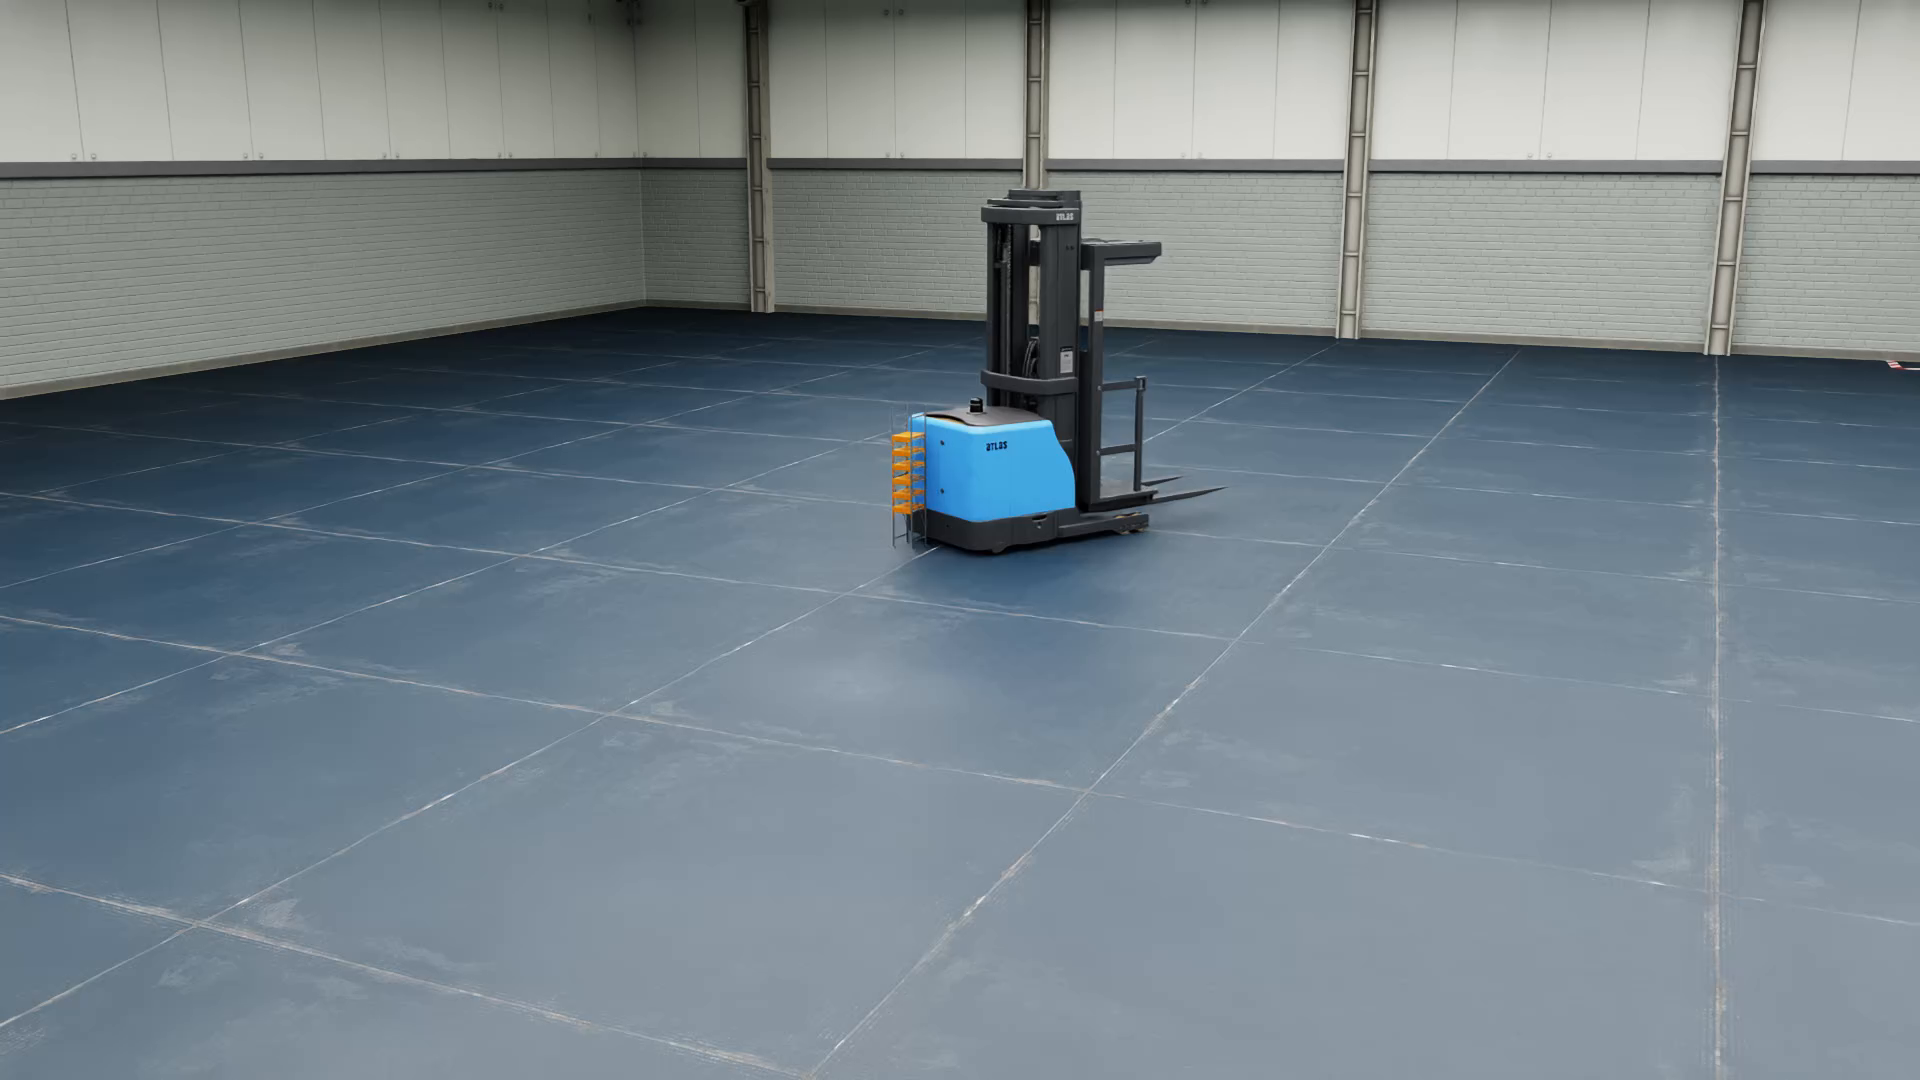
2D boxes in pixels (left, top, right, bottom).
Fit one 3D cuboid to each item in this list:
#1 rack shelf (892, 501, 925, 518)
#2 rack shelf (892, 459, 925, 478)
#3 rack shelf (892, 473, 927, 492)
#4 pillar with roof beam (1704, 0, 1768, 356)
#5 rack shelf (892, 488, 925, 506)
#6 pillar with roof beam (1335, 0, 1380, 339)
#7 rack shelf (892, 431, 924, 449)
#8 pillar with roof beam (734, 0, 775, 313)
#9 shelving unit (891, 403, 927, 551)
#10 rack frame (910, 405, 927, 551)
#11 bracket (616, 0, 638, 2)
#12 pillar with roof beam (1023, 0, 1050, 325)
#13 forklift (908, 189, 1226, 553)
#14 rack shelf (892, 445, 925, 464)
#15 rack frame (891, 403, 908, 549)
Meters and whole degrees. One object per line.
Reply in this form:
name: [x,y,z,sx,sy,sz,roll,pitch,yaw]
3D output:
rack shelf: [-0.422,-0.246,13.924,0.180,0.103,0.258,8,15,29]
rack shelf: [-0.422,-0.597,13.841,0.180,0.103,0.258,8,15,29]
rack shelf: [-0.422,-0.480,13.869,0.180,0.103,0.258,8,15,29]
pillar with roof beam: [10.651,-6.526,22.370,0.400,9.000,9.100,6,14,23]
rack shelf: [-0.422,-0.363,13.896,0.180,0.103,0.258,8,15,29]
pillar with roof beam: [5.165,-7.082,24.736,0.400,9.000,9.100,6,14,23]
rack shelf: [-0.422,-0.831,13.787,0.180,0.103,0.258,8,15,29]
pillar with roof beam: [-5.806,-8.192,29.468,0.548,9.000,9.100,6,14,23]
shelving unit: [-0.422,-0.523,13.859,0.189,1.200,0.258,8,15,29]
rack frame: [-0.344,-0.513,13.814,0.006,1.200,0.240,8,15,29]
bracket: [-6.753,-11.027,33.671,0.430,0.232,0.235,6,14,23]
pillar with roof beam: [-0.321,-7.637,27.102,0.400,9.000,9.100,6,14,23]
forklift: [1.043,-1.560,14.486,3.031,2.935,1.130,-9,16,-35]
rack shelf: [-0.422,-0.714,13.814,0.180,0.103,0.258,8,15,29]
rack frame: [-0.501,-0.534,13.904,0.006,1.200,0.240,8,15,29]
